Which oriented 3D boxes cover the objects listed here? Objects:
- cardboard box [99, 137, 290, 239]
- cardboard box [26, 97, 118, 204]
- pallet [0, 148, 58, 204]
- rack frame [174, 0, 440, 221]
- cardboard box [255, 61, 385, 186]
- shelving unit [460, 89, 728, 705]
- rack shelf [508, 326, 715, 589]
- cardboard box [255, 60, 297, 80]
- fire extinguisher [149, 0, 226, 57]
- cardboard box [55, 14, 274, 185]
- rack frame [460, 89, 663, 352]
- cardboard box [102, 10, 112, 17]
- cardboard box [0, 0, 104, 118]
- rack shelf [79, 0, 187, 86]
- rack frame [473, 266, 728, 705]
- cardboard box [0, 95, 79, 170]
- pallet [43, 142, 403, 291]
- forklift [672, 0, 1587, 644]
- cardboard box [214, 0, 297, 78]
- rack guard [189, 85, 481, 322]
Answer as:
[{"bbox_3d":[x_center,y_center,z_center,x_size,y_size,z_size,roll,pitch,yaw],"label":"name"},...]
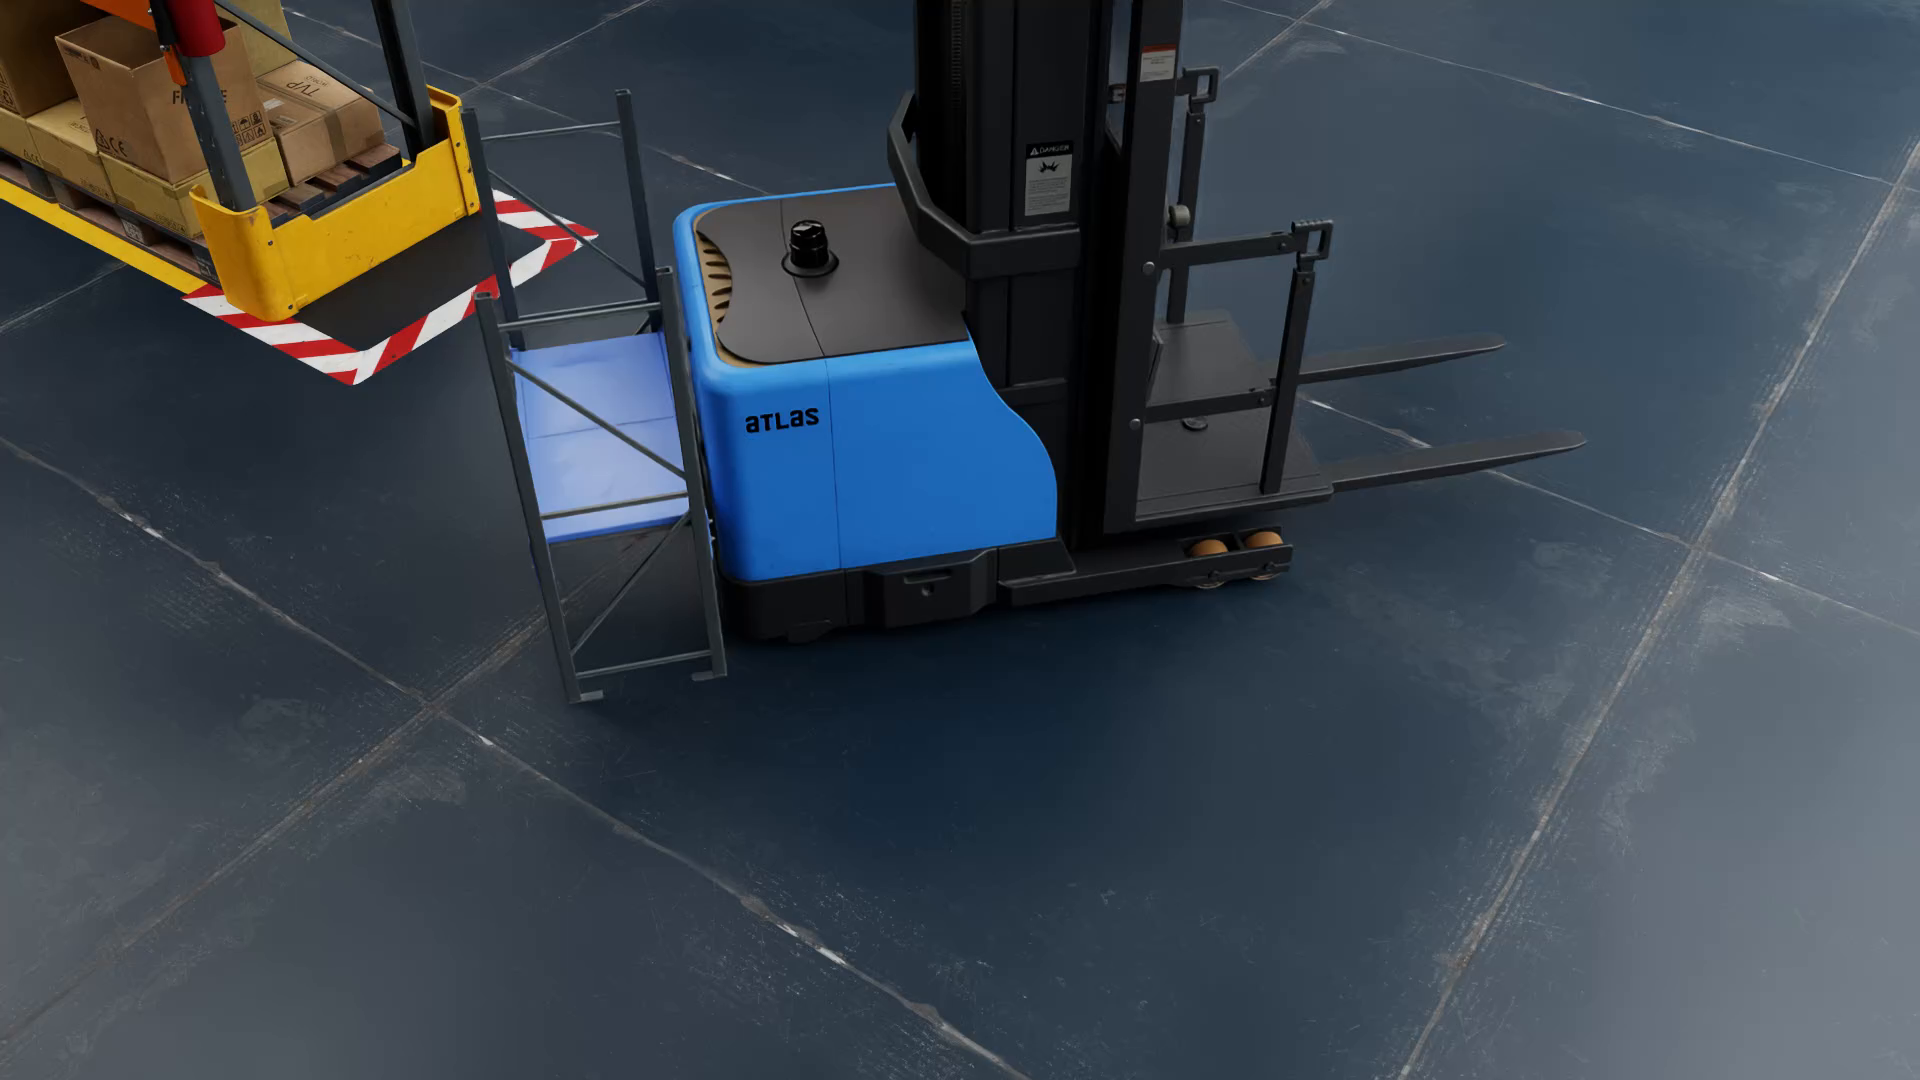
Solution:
[{"bbox_3d":[-3.206,-1.551,6.981,0.500,0.250,0.500,25,48,25],"label":"cardboard box"},{"bbox_3d":[-3.623,-1.736,7.188,0.500,0.250,0.500,25,48,25],"label":"cardboard box"},{"bbox_3d":[-4.242,-2.074,7.909,1.213,0.211,1.003,25,48,25],"label":"pallet"},{"bbox_3d":[-2.598,-2.375,6.155,0.127,3.000,1.000,25,48,25],"label":"rack frame"},{"bbox_3d":[-2.909,-1.834,7.297,0.500,0.250,0.500,25,48,25],"label":"cardboard box"},{"bbox_3d":[-1.109,-0.424,5.099,0.538,1.500,1.048,-10,43,-11],"label":"shelving unit"},{"bbox_3d":[-1.109,-0.290,5.219,0.538,0.185,1.000,-10,43,-11],"label":"rack shelf"},{"bbox_3d":[-3.320,-2.023,7.509,0.500,0.250,0.500,25,48,25],"label":"cardboard box"},{"bbox_3d":[-2.768,-2.048,5.847,0.183,0.674,0.296,25,48,25],"label":"fire extinguisher"},{"bbox_3d":[-3.208,-1.830,6.730,0.500,0.500,0.500,25,48,25],"label":"cardboard box"},{"bbox_3d":[-1.237,-0.752,5.466,0.500,1.500,0.032,-10,43,-11],"label":"rack frame"},{"bbox_3d":[-3.736,-2.488,7.466,0.500,0.500,0.500,25,48,25],"label":"cardboard box"},{"bbox_3d":[-4.035,-2.204,7.149,0.500,0.500,0.500,25,48,25],"label":"cardboard box"},{"bbox_3d":[-4.235,-2.873,7.251,4.000,0.370,1.077,25,48,25],"label":"rack shelf"},{"bbox_3d":[-0.982,-0.096,4.732,0.500,1.500,0.032,-10,43,-11],"label":"rack frame"},{"bbox_3d":[-4.033,-1.927,7.401,0.500,0.250,0.500,25,48,25],"label":"cardboard box"},{"bbox_3d":[-3.248,-1.606,7.387,1.213,0.211,1.003,25,48,25],"label":"pallet"},{"bbox_3d":[0.637,-1.266,4.967,3.031,2.935,1.130,-8,42,-9],"label":"forklift"},{"bbox_3d":[-3.319,-2.304,7.260,0.500,0.500,0.500,25,48,25],"label":"cardboard box"},{"bbox_3d":[-2.578,-1.435,6.979,0.348,0.500,1.175,25,48,25],"label":"rack guard"}]
